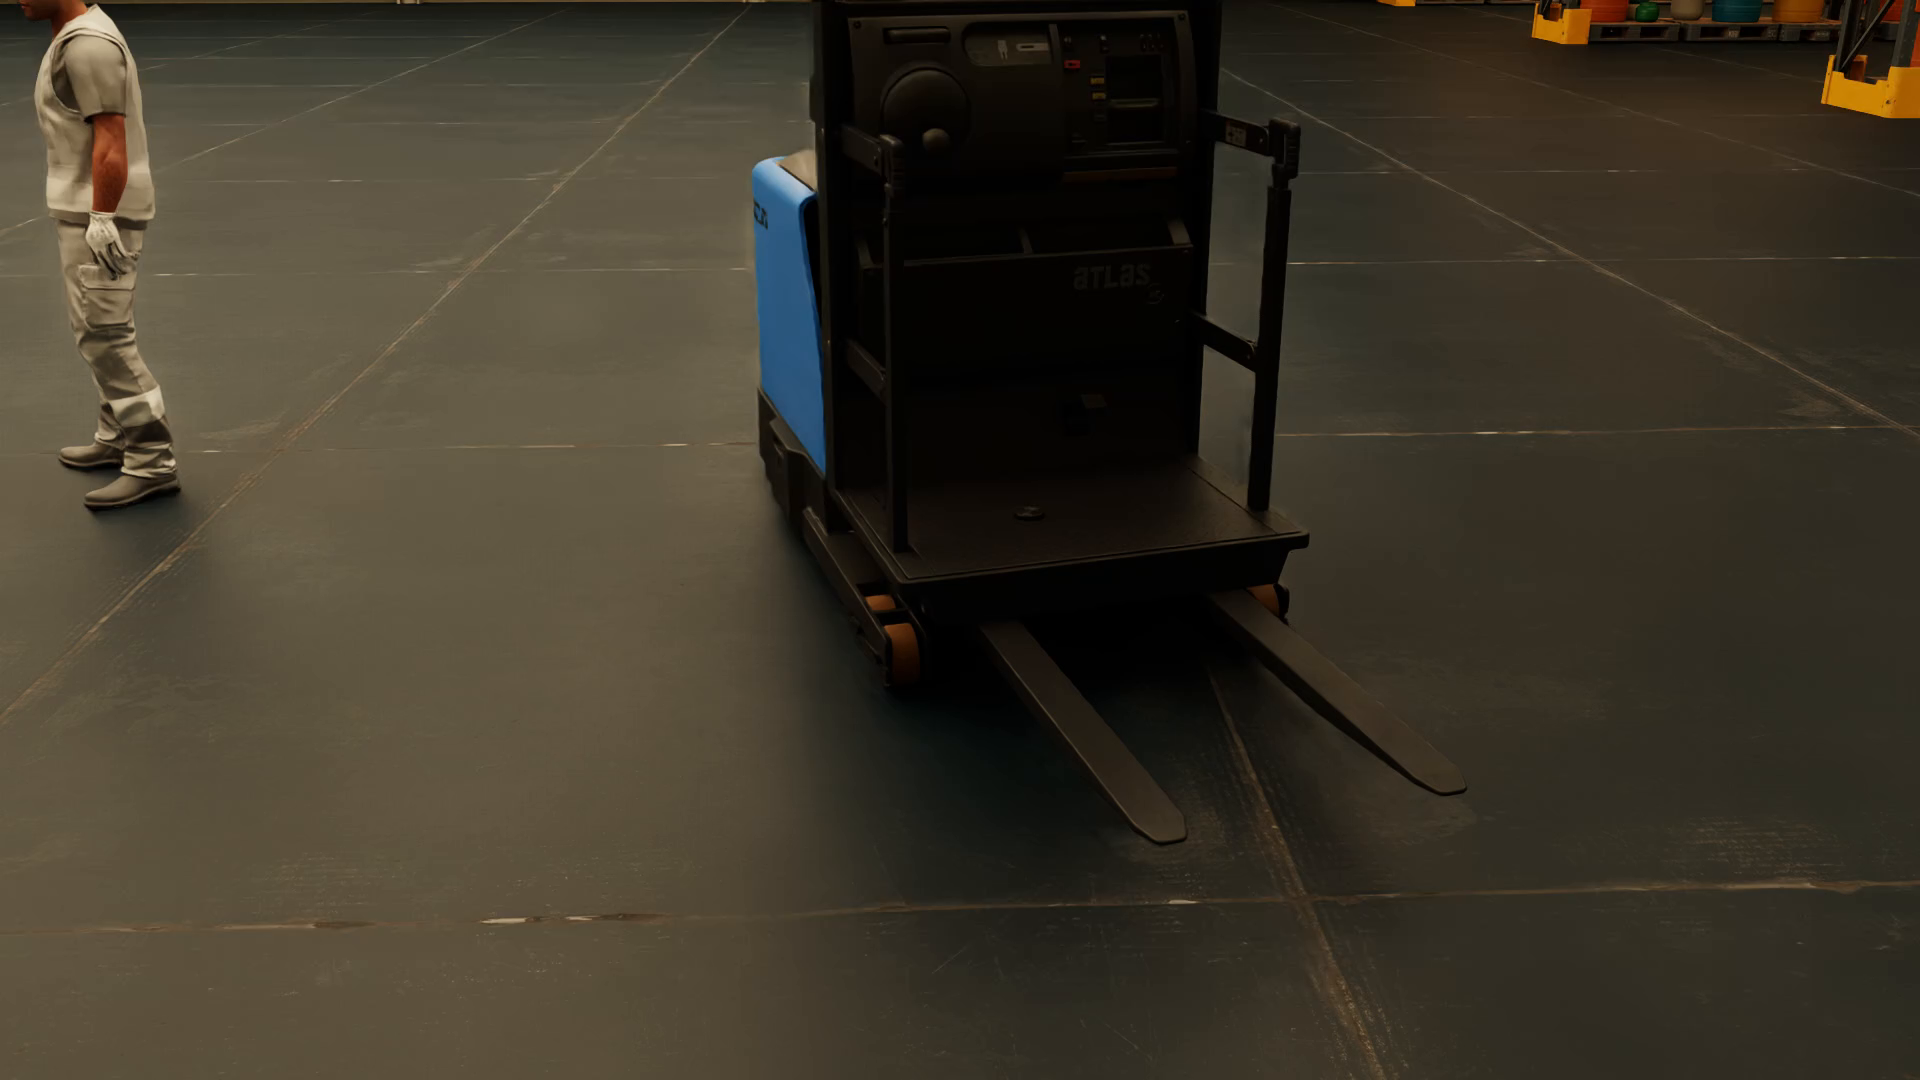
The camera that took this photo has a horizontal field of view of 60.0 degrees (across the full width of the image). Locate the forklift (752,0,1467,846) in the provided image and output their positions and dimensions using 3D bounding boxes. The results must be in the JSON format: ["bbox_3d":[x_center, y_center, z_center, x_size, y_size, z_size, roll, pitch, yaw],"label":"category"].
[{"bbox_3d":[0.237,-1.153,4.097,1.130,2.935,3.031,-7,22,-16],"label":"forklift"}]

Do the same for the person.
[{"bbox_3d":[-2.831,-1.036,5.374,0.462,1.791,0.722,-10,24,-24],"label":"person"}]
